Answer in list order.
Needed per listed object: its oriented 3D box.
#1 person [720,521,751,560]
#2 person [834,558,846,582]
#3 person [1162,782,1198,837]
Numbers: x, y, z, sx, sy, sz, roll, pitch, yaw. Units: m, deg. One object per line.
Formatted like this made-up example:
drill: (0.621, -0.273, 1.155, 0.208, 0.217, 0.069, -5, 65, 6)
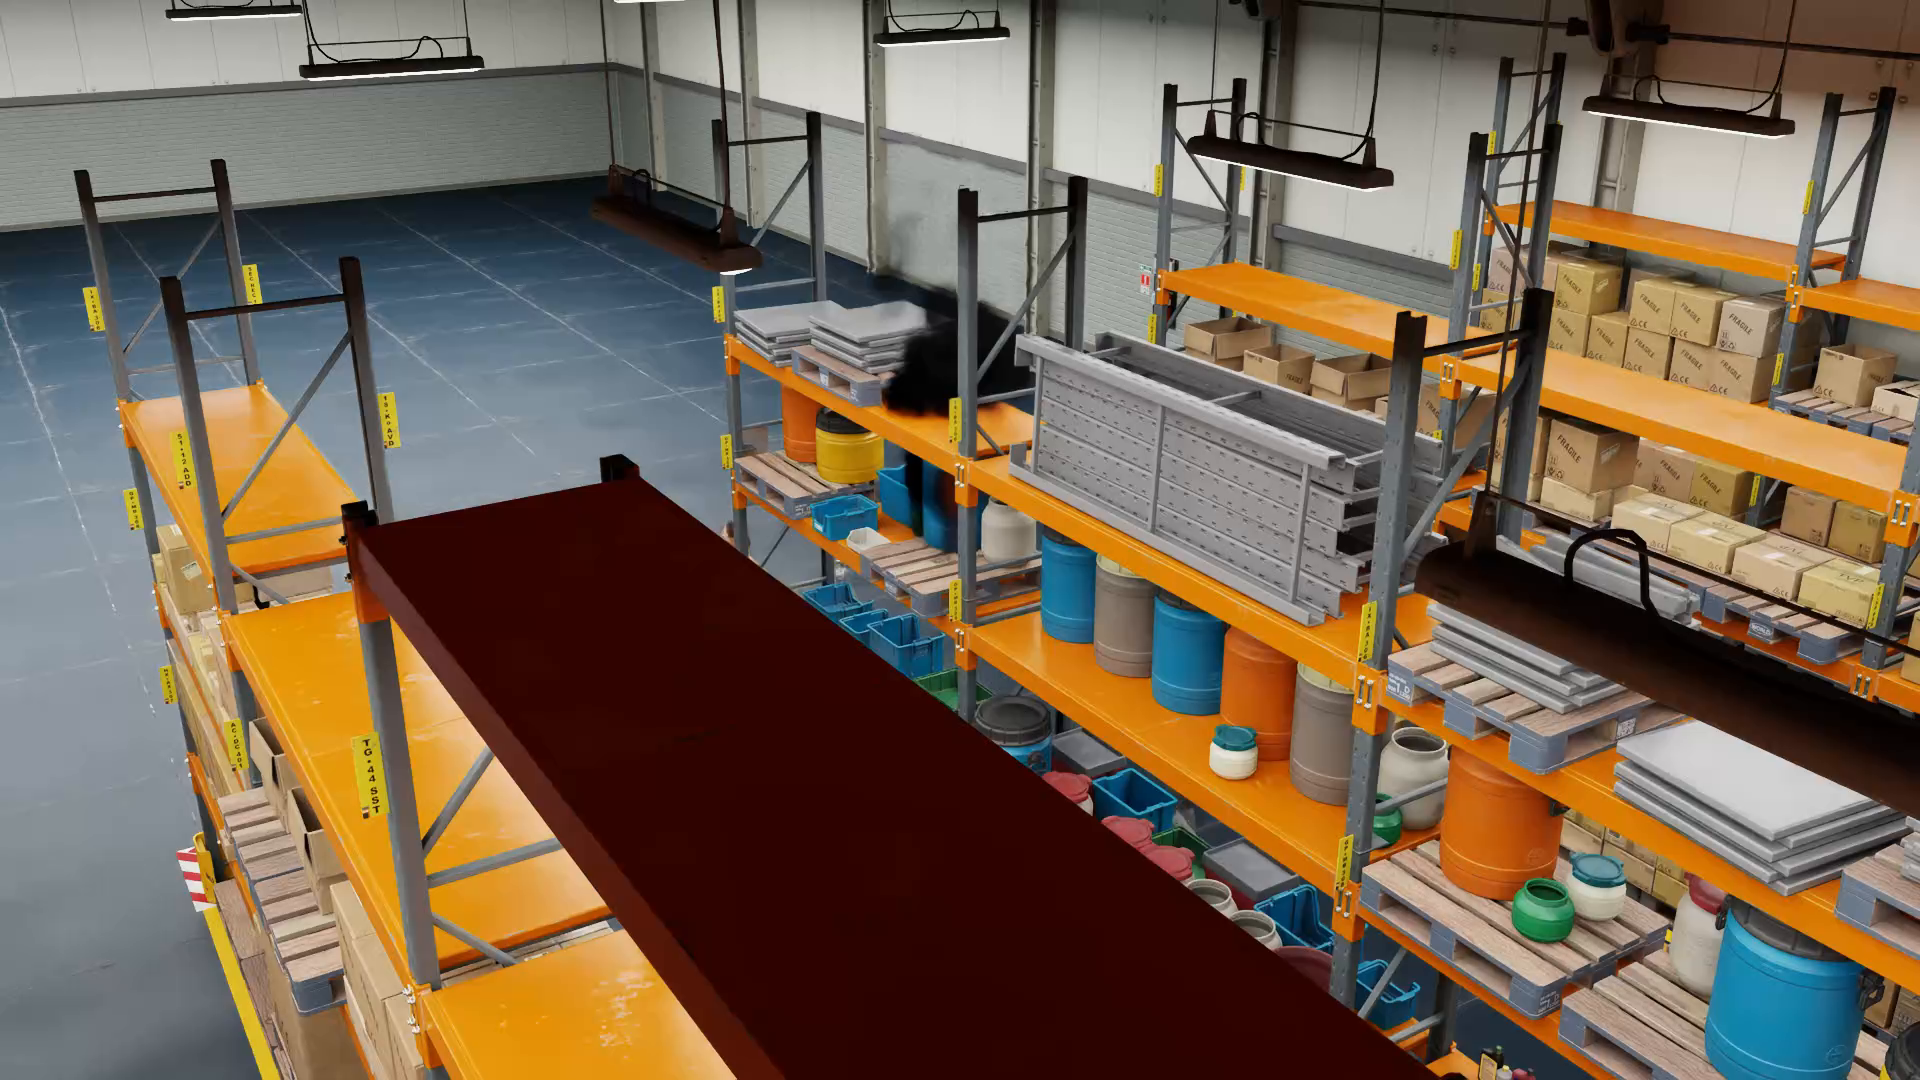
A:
person: (-2.344, 0.596, 17.710, 0.694, 1.710, 0.581, 0, 22, 1)
person: (-1.235, -0.277, 19.688, 0.856, 1.836, 0.624, -1, 22, -3)
person: (1.973, 1.982, 14.124, 0.679, 1.736, 0.581, -13, 25, -29)
